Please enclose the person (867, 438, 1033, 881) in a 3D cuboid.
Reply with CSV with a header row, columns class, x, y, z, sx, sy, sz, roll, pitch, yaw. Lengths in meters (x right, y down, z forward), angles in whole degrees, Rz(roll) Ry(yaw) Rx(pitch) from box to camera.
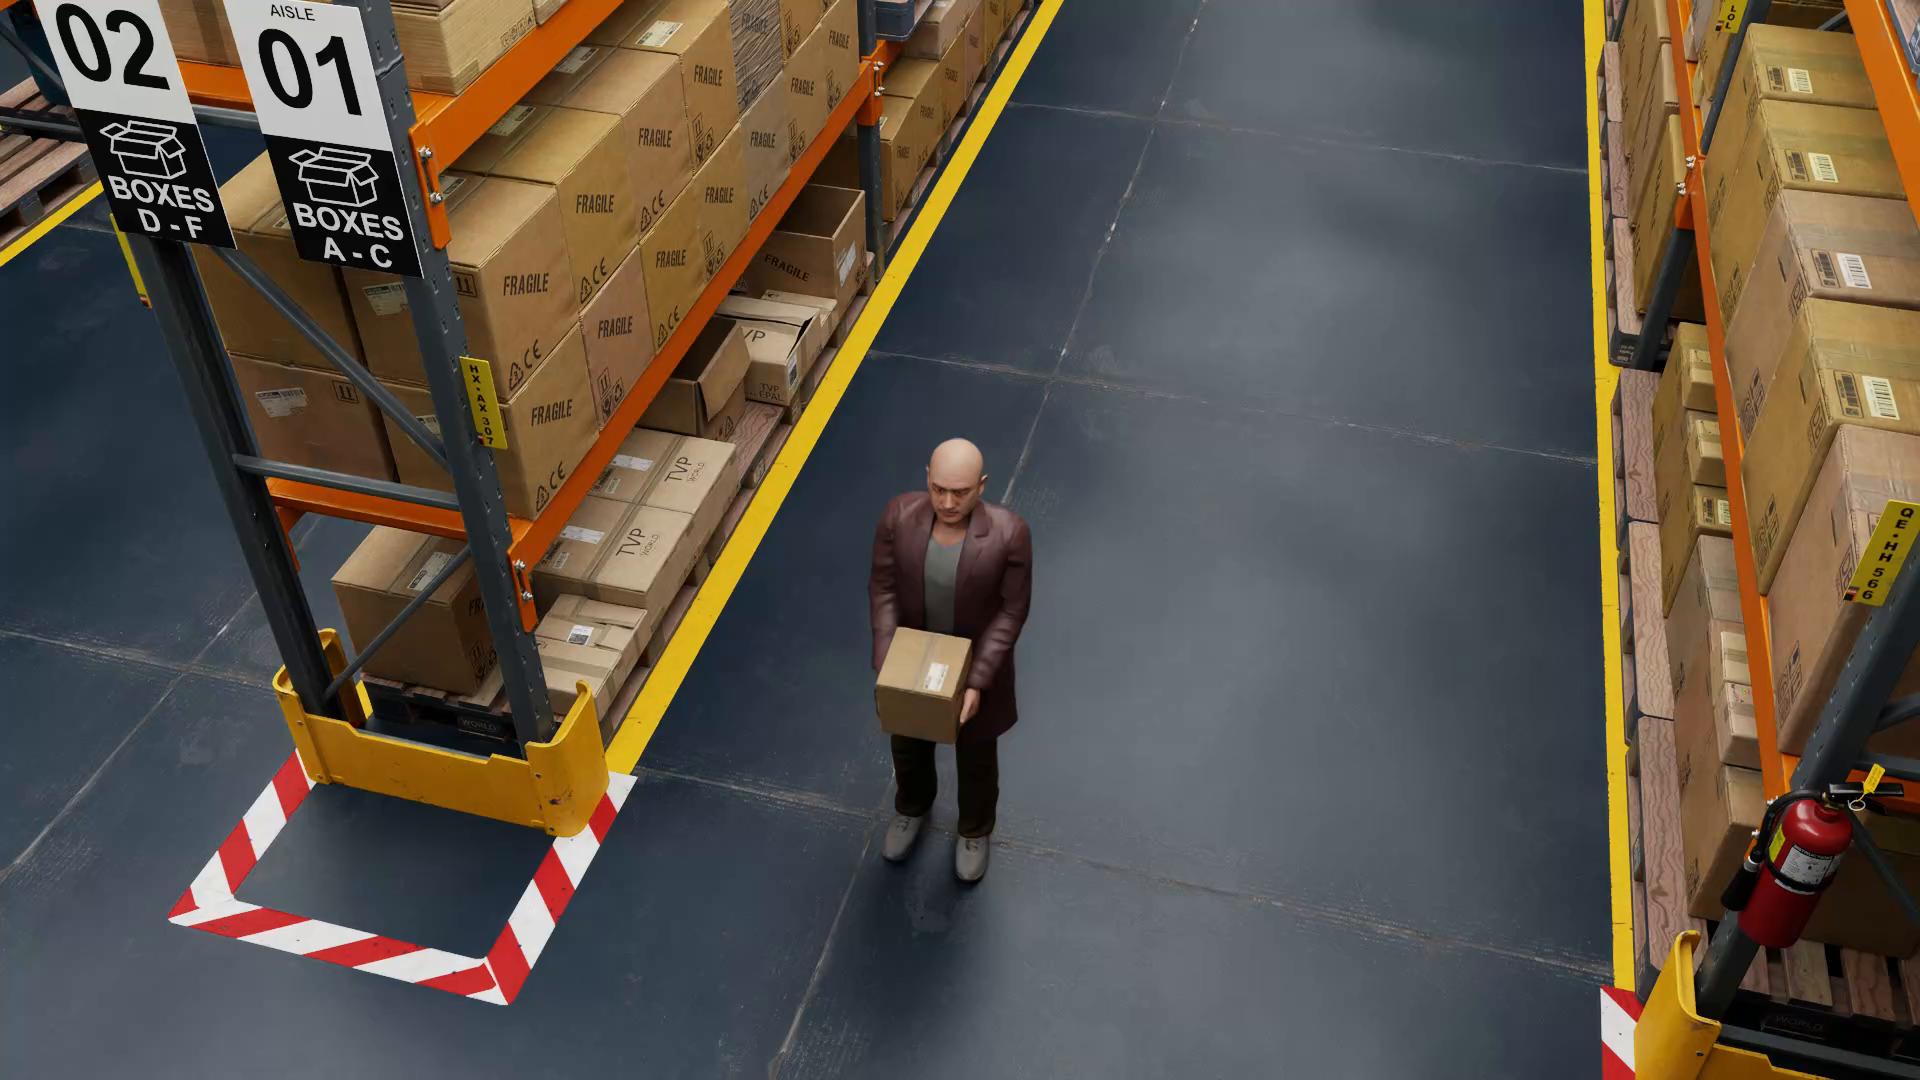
class,x,y,z,sx,sy,sz,roll,pitch,yaw
person,-0.062,0.470,5.614,0.548,1.780,0.535,10,41,11
